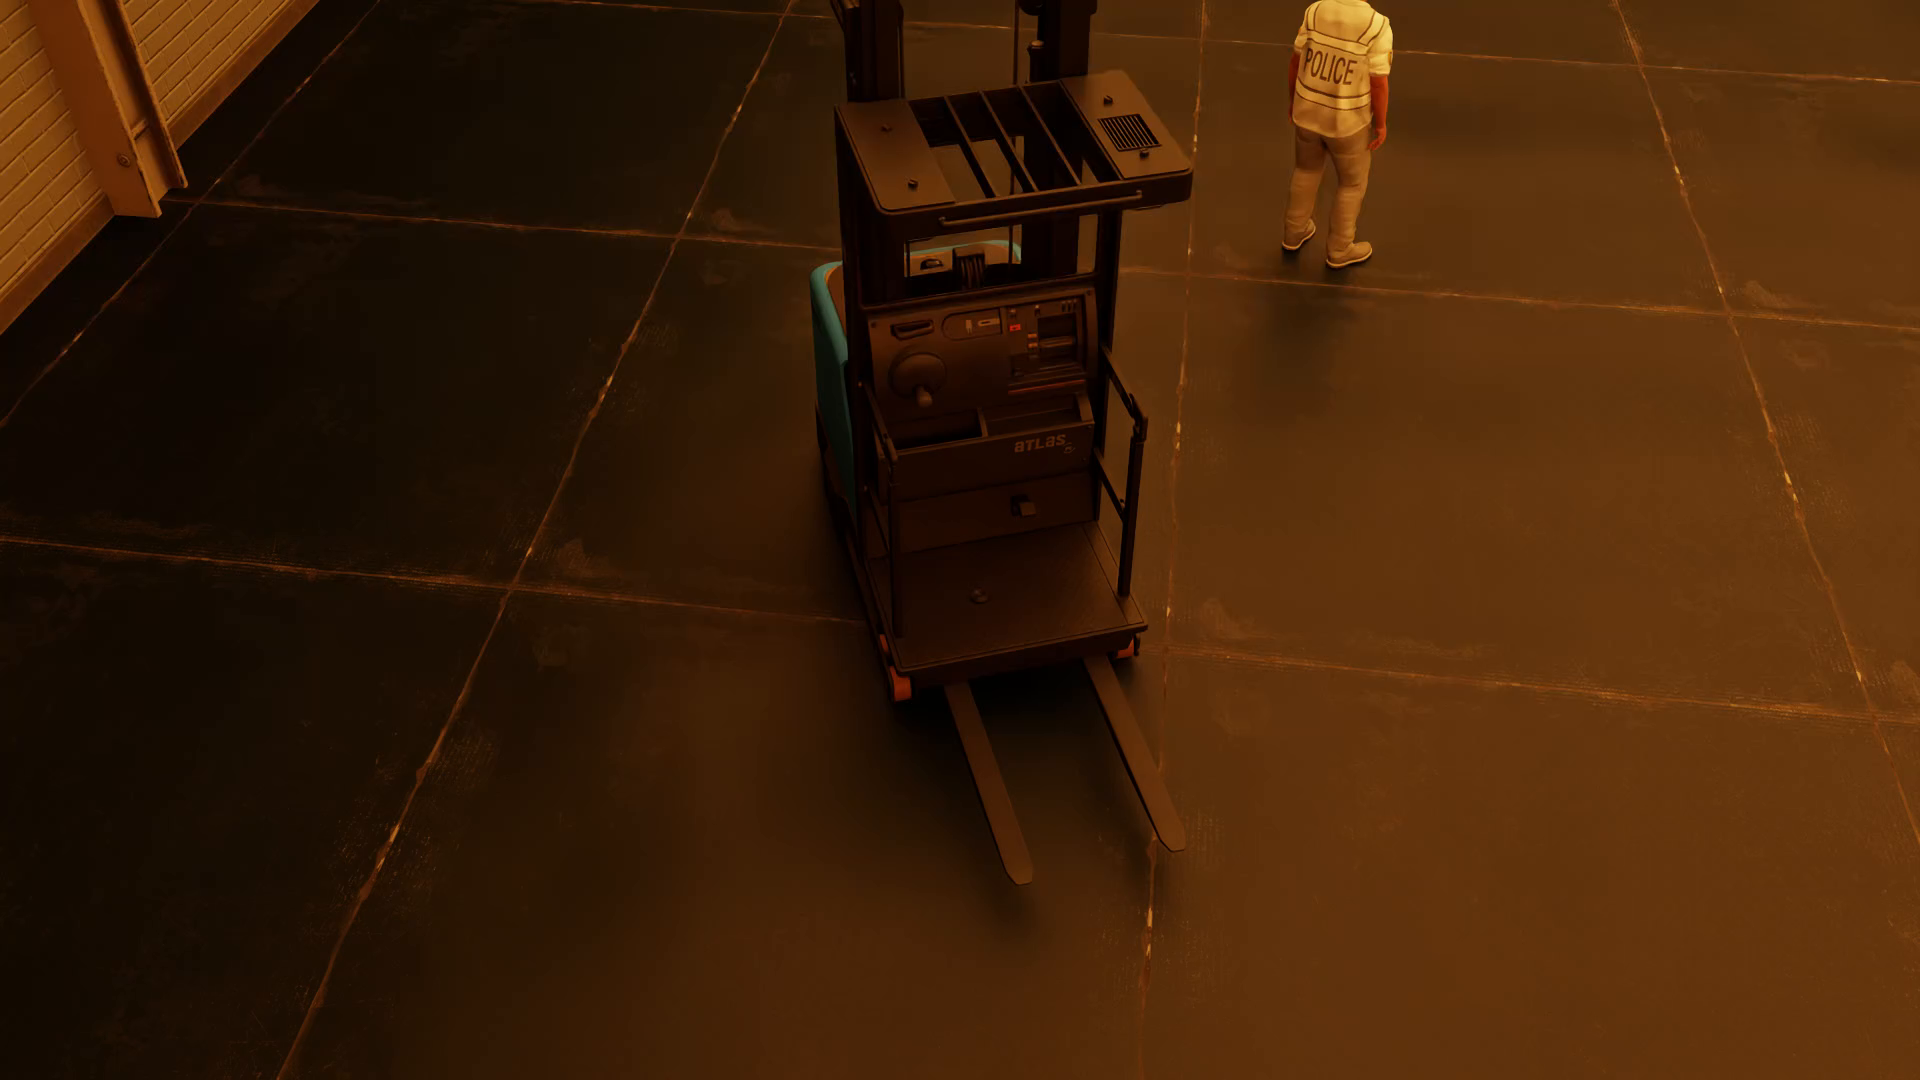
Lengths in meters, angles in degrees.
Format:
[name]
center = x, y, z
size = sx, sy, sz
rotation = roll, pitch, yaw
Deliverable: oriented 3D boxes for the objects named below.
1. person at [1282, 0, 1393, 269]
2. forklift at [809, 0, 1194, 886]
[person]
center = 2.066, -2.339, 9.144
size = 0.600, 1.747, 0.443
rotation = 28, 49, 27
[forklift]
center = 0.153, -0.681, 6.465
size = 1.130, 2.935, 3.031
rotation = -10, 44, -11
